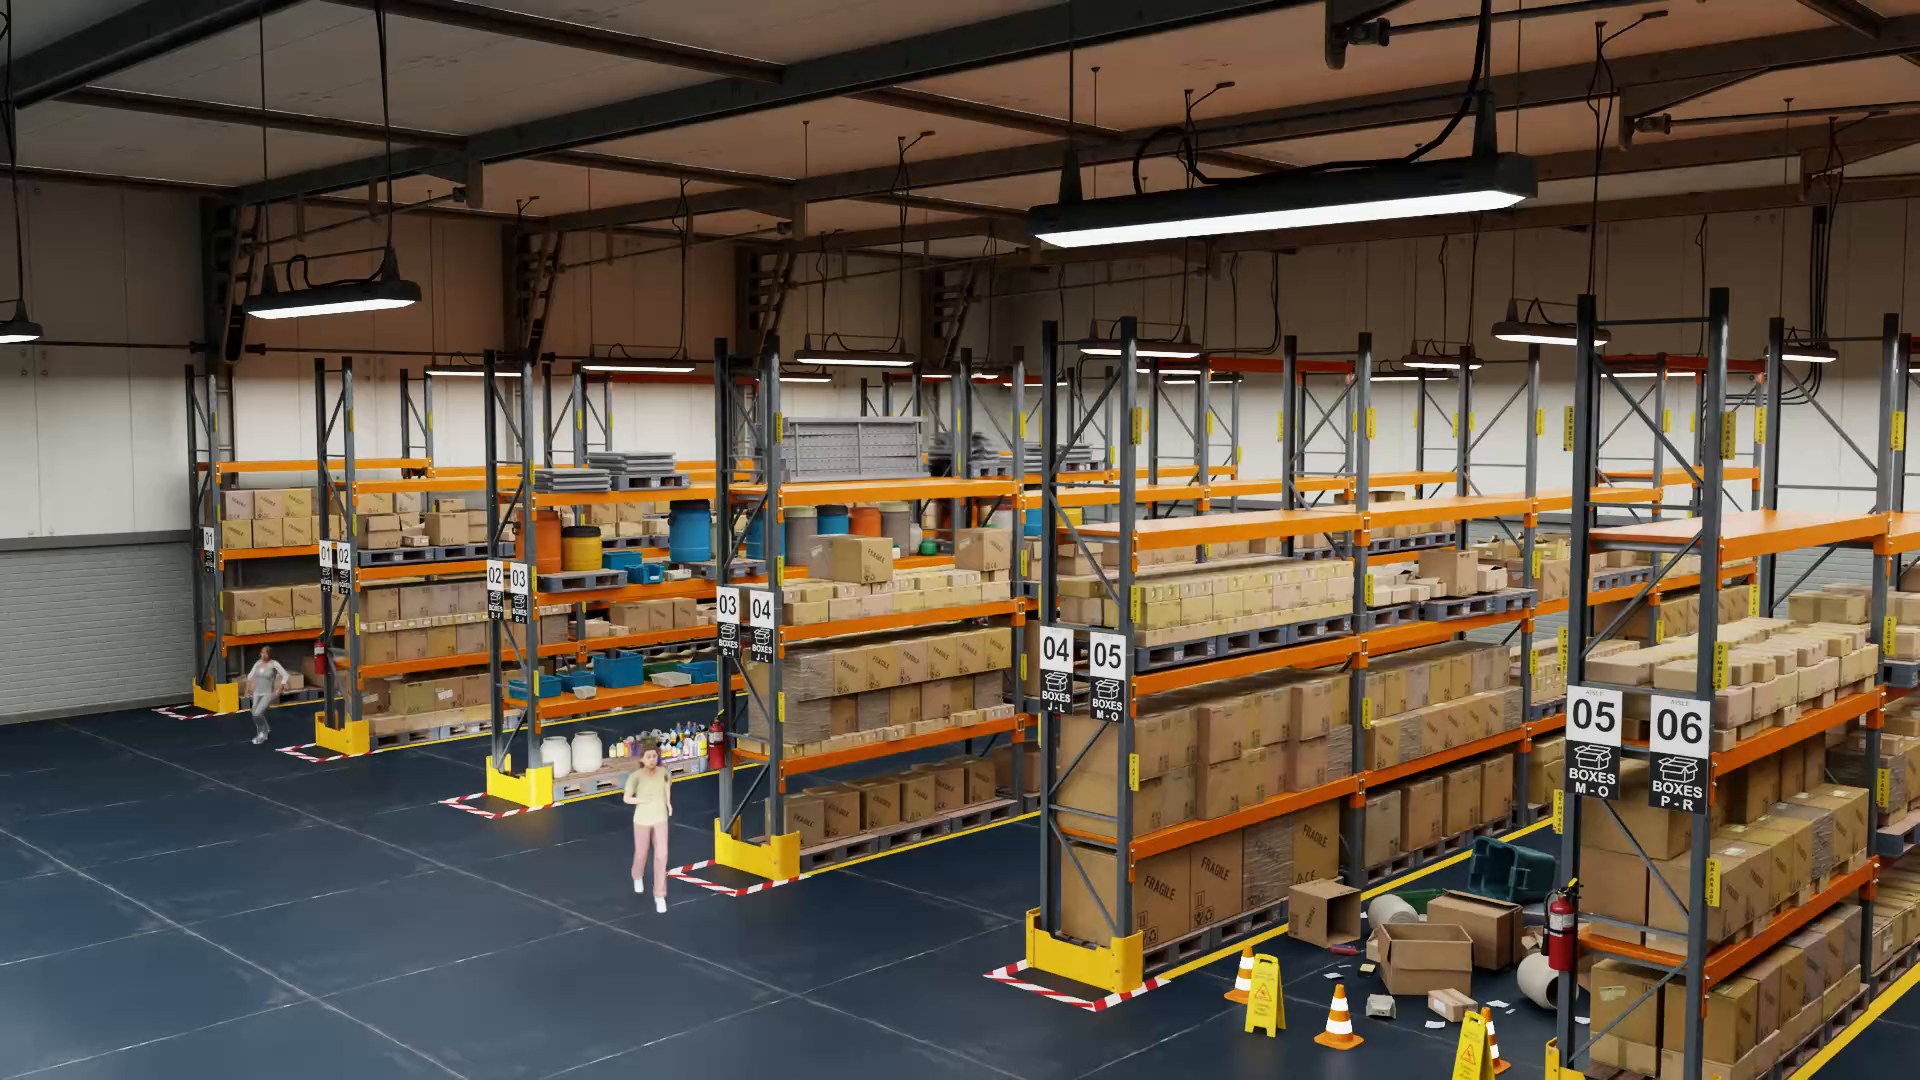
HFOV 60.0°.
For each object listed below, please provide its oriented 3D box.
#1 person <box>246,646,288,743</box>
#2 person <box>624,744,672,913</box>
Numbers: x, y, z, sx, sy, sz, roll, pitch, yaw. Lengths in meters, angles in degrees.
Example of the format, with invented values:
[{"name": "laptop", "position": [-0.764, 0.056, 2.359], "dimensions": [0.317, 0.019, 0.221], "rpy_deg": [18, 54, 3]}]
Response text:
[{"name": "person", "position": [-10.803, 2.456, 25.840], "dimensions": [0.601, 1.452, 0.548], "rpy_deg": [1, 4, 13]}, {"name": "person", "position": [-3.266, 2.968, 17.439], "dimensions": [0.562, 1.676, 0.948], "rpy_deg": [-2, 5, -24]}]
